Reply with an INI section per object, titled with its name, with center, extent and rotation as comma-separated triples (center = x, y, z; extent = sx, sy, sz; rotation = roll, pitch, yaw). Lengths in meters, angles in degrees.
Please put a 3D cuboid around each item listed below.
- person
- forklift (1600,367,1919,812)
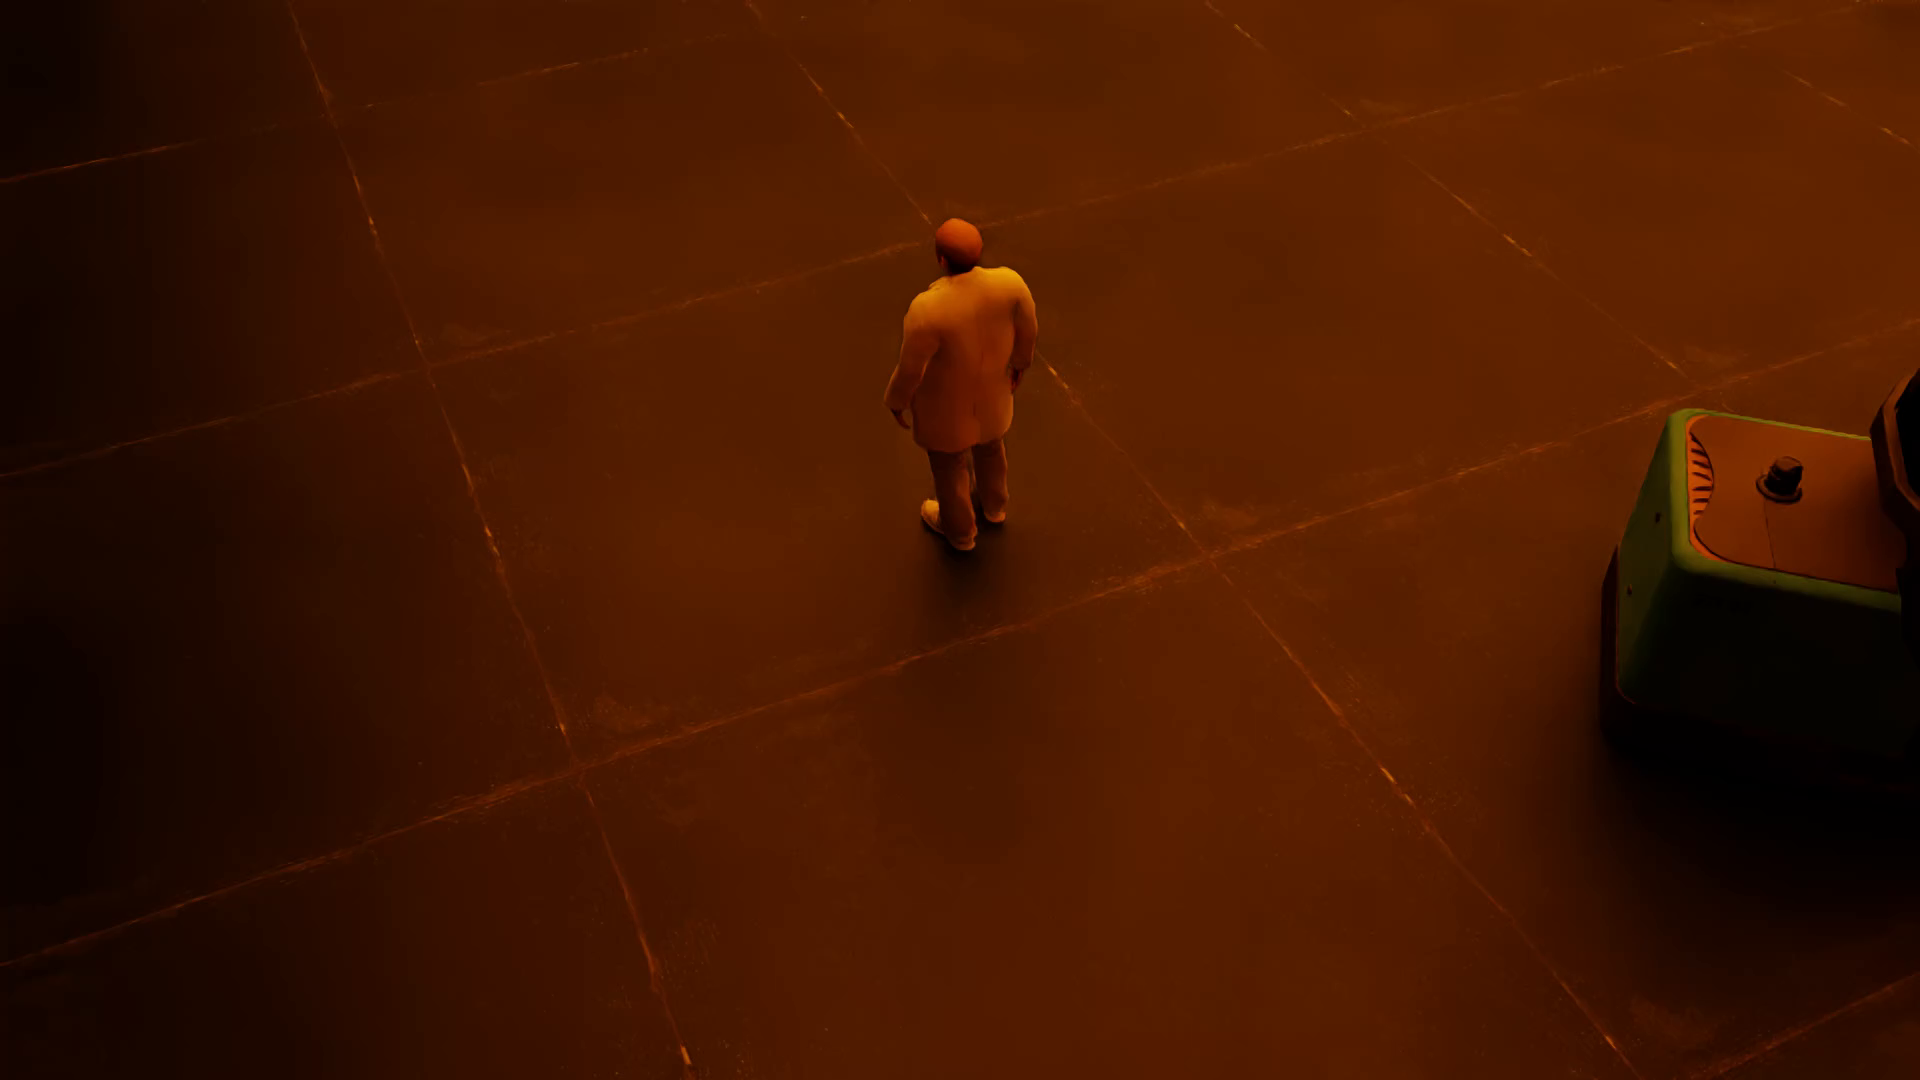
[person]
center = -0.034, -0.713, 7.279
extent = 0.694, 1.776, 0.579
rotation = -18, 46, -18
[forklift]
center = 4.233, -0.247, 5.945
extent = 3.031, 2.935, 1.130
rotation = 11, 44, 12
